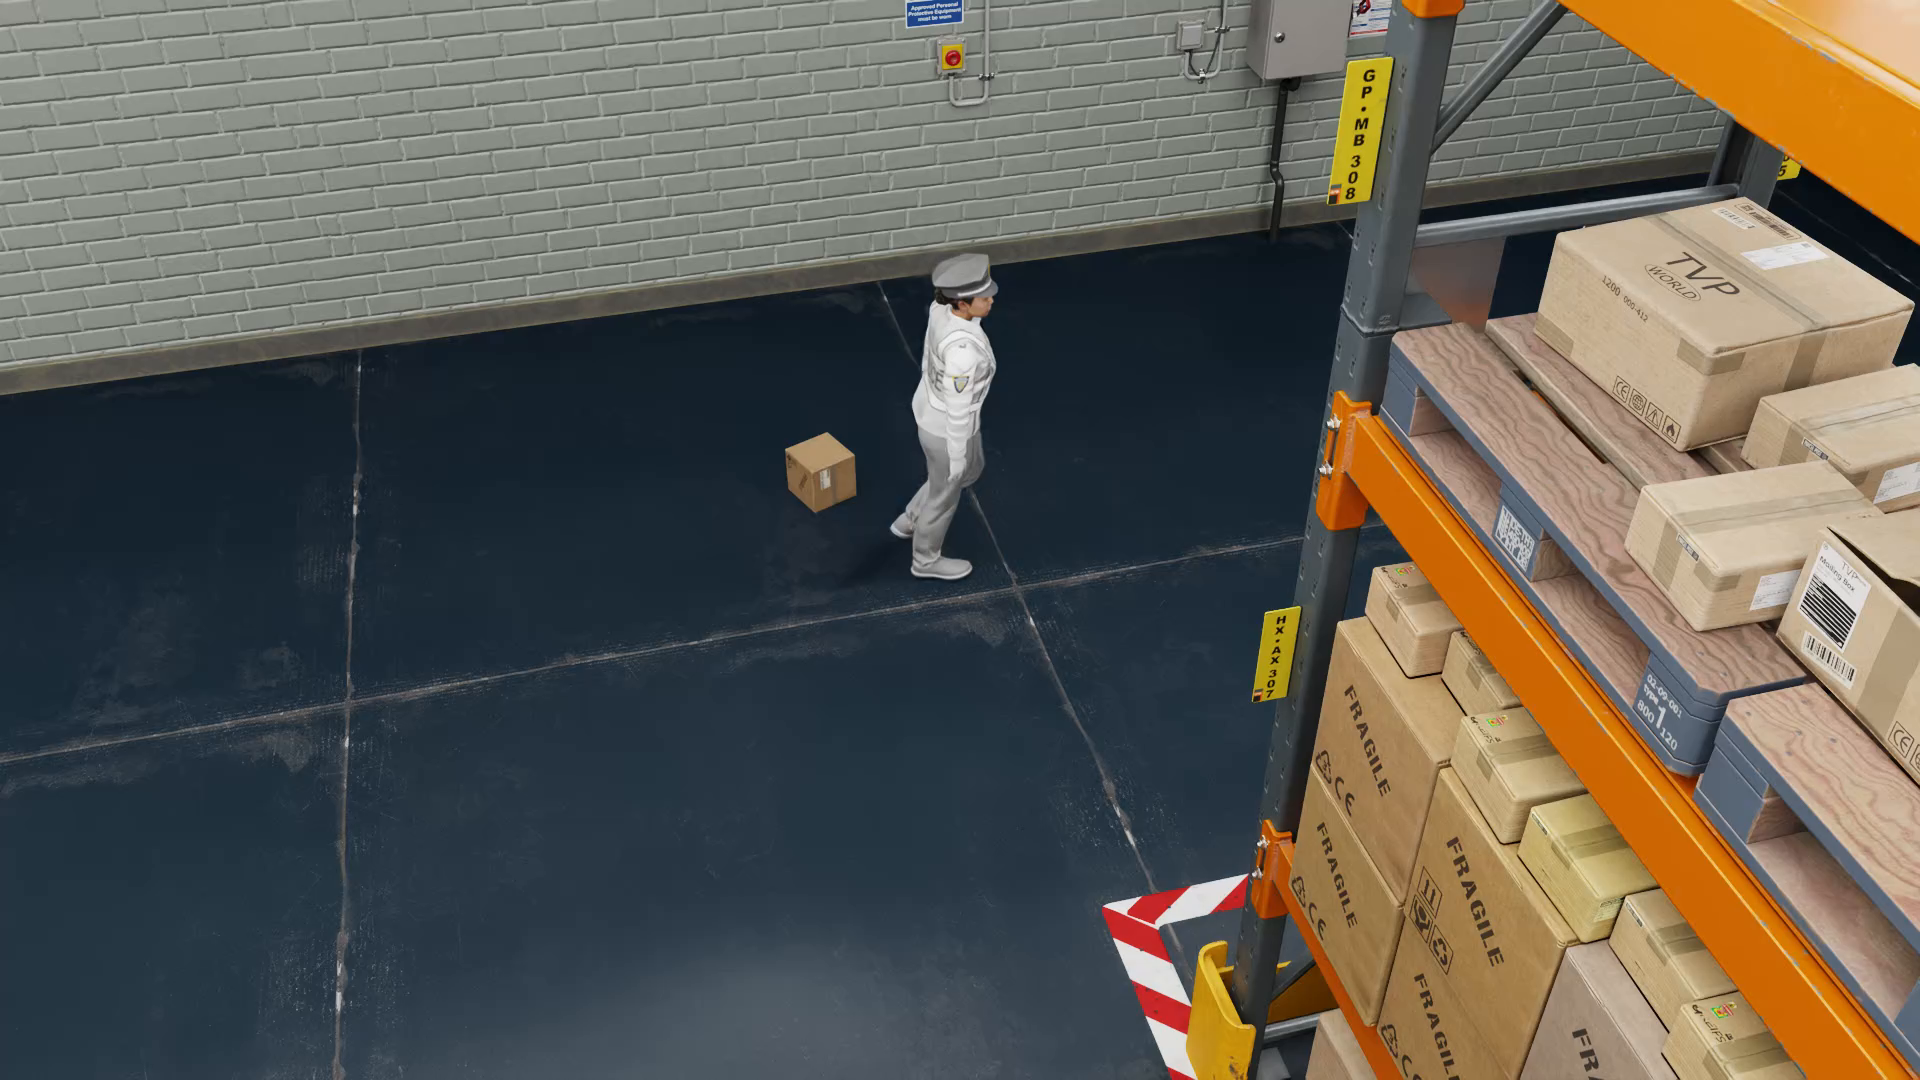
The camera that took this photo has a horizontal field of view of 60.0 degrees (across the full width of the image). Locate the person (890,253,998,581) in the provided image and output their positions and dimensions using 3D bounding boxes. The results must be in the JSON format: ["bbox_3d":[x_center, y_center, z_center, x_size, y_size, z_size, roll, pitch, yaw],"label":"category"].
[{"bbox_3d":[-0.081,-0.503,7.320,0.466,1.669,0.526,-5,39,-6],"label":"person"}]
